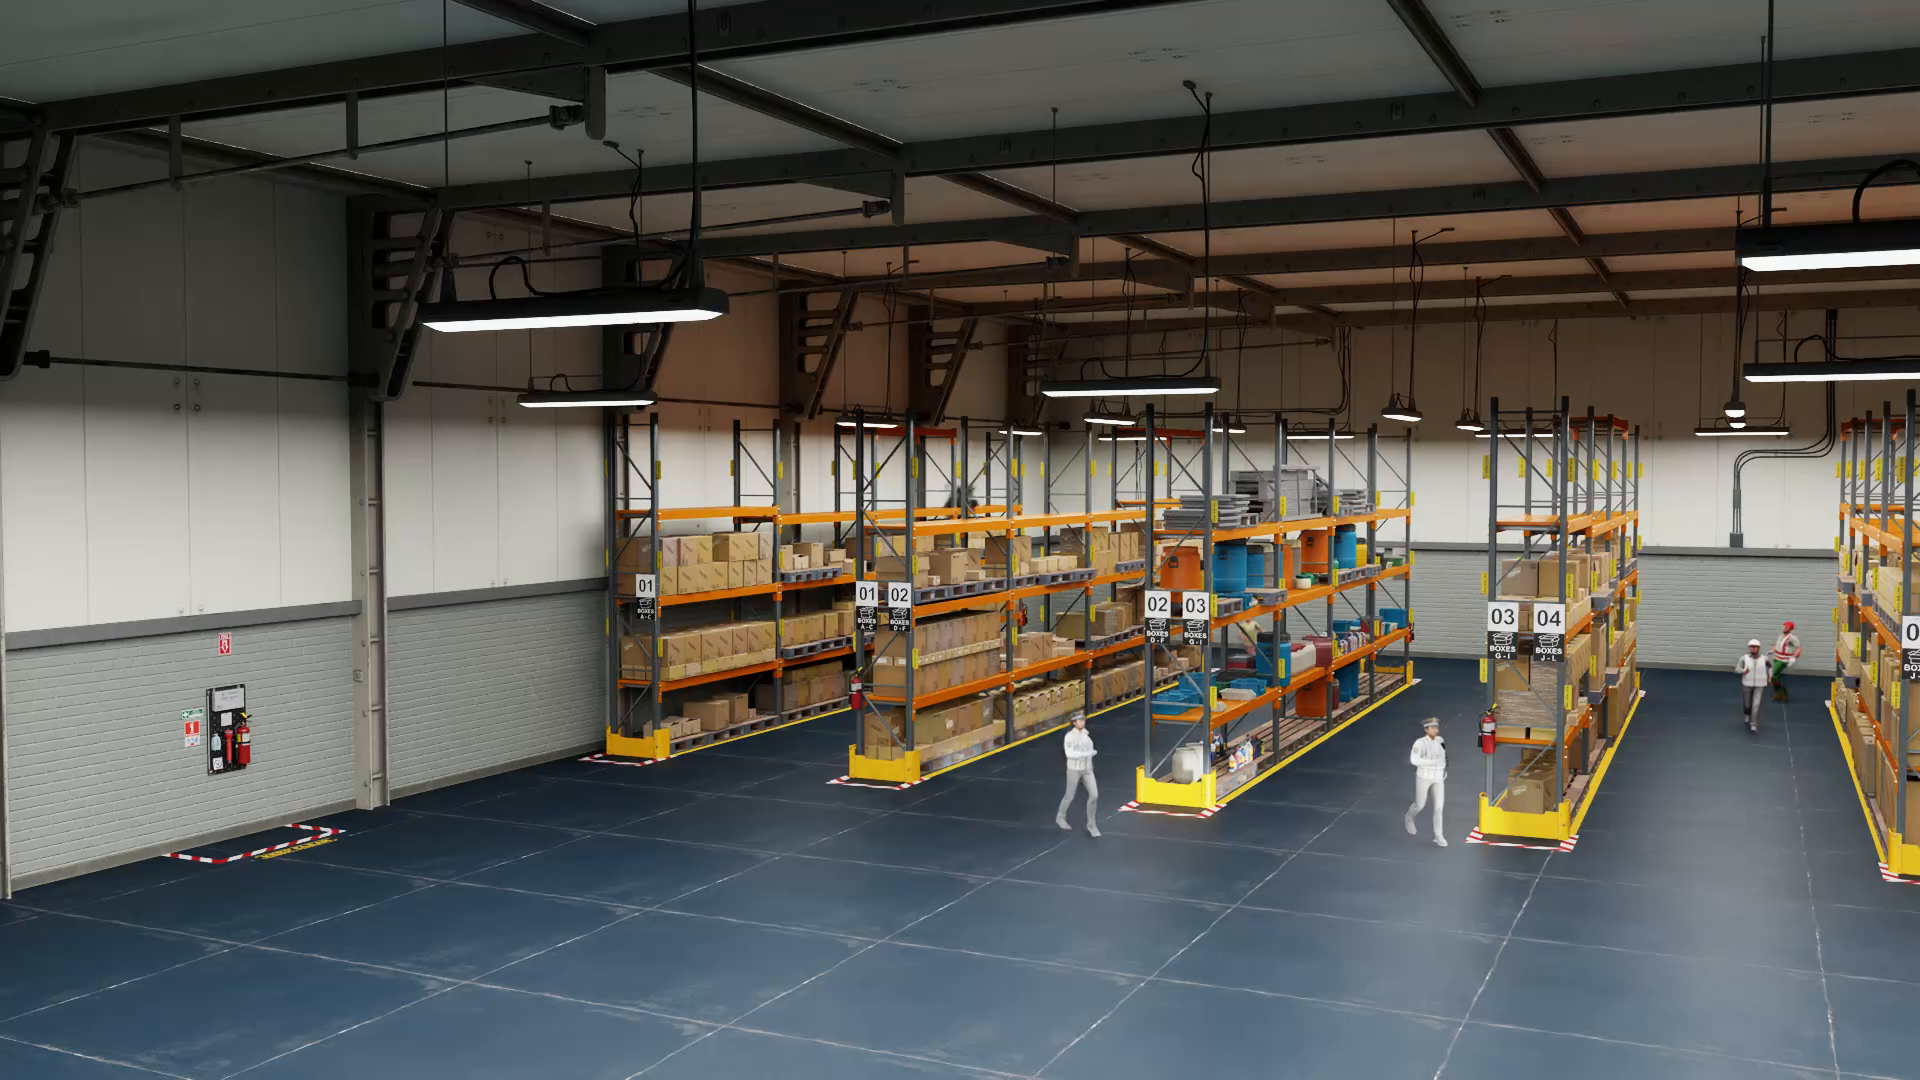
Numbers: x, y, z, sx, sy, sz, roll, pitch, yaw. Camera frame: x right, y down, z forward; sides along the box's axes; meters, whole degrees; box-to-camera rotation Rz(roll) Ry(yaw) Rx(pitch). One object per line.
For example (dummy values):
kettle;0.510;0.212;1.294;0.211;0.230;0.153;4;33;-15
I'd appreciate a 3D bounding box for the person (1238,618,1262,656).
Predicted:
person;6.948;2.511;39.785;0.587;1.607;0.624;1;2;13

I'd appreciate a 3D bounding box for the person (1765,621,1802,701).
person;17.790;2.624;36.051;0.601;1.744;0.728;0;2;0

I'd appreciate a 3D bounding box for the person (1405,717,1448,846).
person;6.277;3.184;22.252;0.617;1.666;0.949;-1;2;-12

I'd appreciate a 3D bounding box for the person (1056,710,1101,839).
person;1.627;3.187;22.811;0.581;1.742;0.759;-2;3;-36

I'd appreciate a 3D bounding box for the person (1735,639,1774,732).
person;15.193;2.773;31.807;0.672;1.749;0.966;1;3;26
